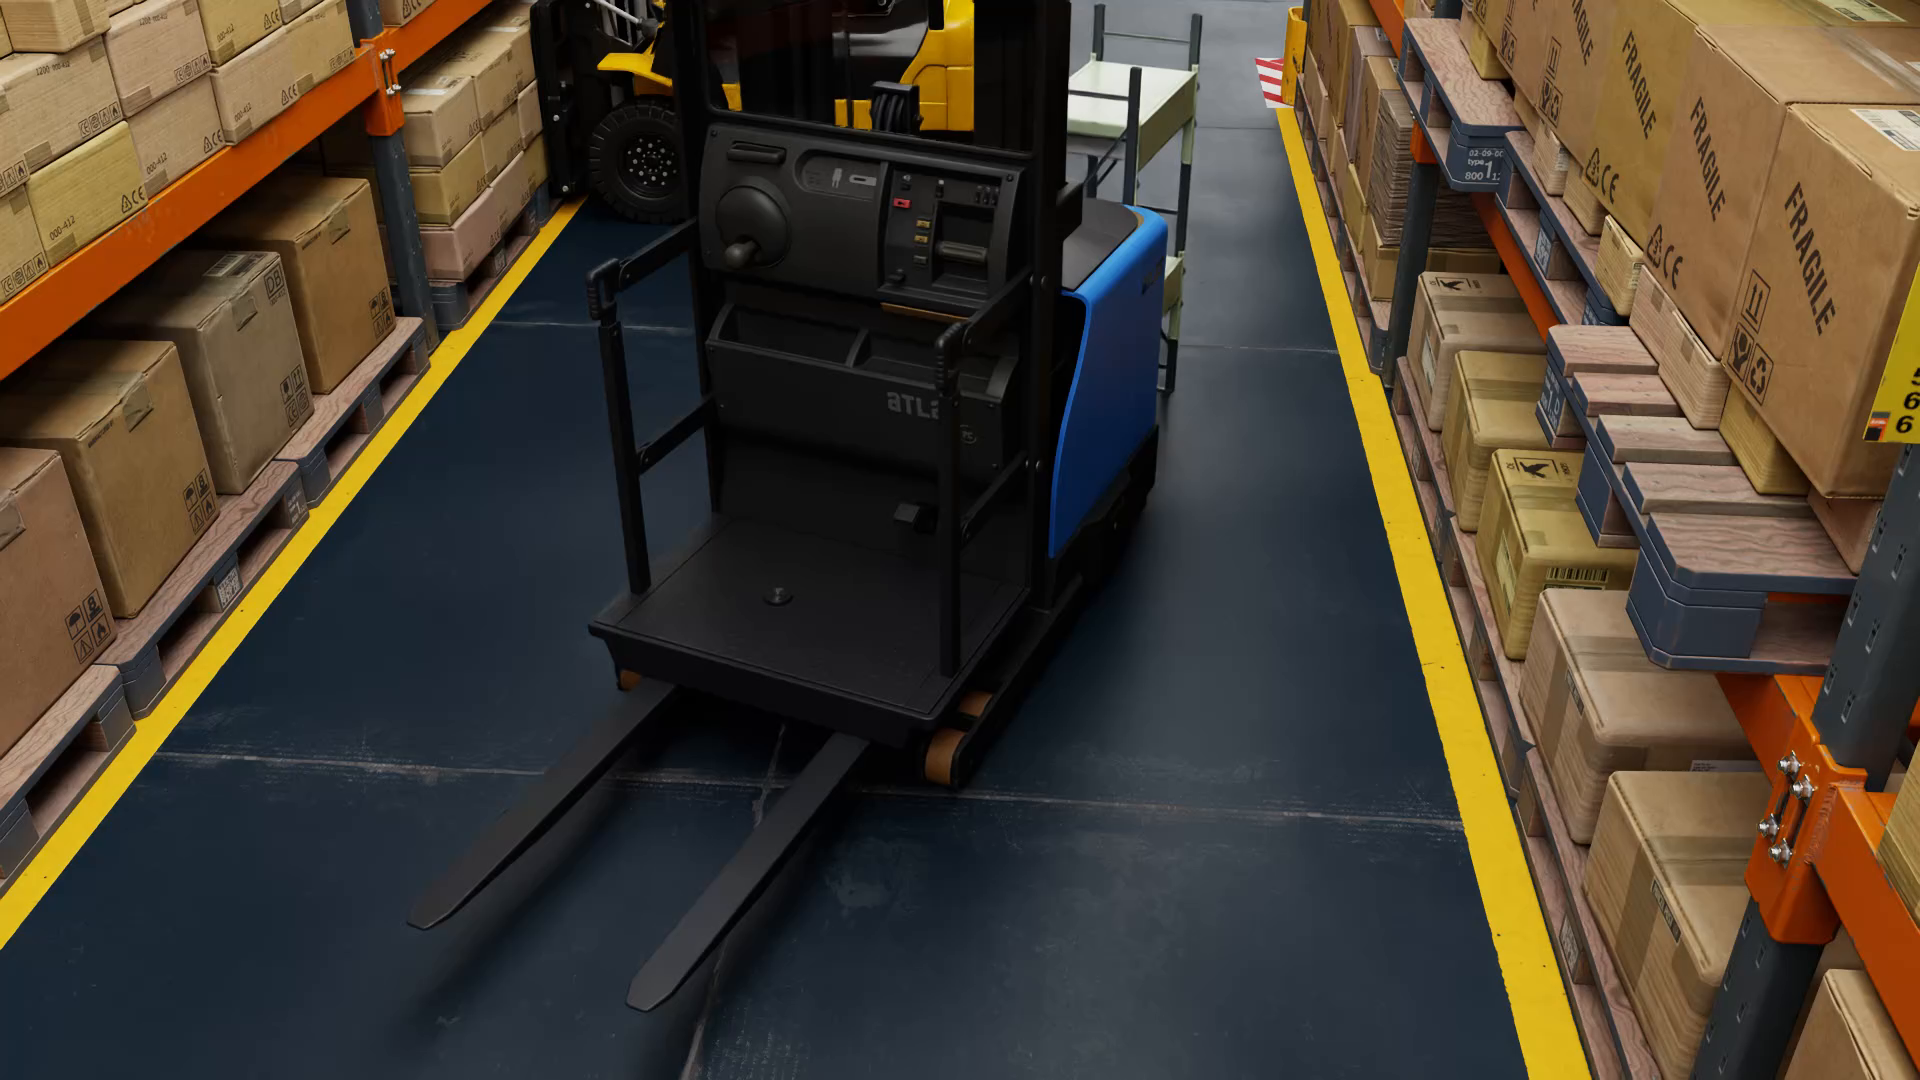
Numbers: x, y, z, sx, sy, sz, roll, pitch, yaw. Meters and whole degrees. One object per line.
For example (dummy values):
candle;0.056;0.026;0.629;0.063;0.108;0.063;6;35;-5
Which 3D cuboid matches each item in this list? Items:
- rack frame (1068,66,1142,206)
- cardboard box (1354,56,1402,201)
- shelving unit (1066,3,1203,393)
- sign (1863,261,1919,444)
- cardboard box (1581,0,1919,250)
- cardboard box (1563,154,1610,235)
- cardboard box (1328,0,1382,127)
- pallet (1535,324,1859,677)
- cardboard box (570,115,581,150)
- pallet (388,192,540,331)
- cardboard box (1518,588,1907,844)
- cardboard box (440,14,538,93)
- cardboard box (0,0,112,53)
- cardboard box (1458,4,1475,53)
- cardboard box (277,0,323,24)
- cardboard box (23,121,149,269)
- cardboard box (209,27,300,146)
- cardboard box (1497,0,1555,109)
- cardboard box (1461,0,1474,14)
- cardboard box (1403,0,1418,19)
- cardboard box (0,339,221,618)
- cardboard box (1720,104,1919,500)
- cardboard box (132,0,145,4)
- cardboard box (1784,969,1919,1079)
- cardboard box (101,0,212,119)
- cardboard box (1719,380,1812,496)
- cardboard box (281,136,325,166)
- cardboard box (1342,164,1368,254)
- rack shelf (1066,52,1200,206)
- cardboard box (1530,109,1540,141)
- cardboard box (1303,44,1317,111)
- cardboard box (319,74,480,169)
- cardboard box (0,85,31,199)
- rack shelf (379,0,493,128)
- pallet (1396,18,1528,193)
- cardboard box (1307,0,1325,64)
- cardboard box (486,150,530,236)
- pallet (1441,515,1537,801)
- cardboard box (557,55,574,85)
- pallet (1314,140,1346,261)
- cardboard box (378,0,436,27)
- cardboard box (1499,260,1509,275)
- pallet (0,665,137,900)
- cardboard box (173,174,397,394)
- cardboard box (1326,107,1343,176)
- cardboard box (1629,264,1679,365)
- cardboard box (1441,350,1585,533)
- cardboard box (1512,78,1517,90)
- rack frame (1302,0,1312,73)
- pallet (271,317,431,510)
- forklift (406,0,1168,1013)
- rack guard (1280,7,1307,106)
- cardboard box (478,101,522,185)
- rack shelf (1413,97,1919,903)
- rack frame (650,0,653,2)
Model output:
rack frame;0.398;-0.922;5.816;0.400;1.500;0.023;12;34;19
cardboard box;2.043;-1.809;7.331;0.500;0.500;0.500;3;32;5
shelving unit;0.539;-1.099;6.104;0.431;1.500;0.755;12;34;19
sign;1.356;-0.280;2.317;0.100;0.325;0.005;2;32;4
cardboard box;1.728;-0.935;3.629;0.500;0.500;0.500;0;32;1
cardboard box;1.737;-0.869;4.141;0.380;0.149;0.250;1;32;2
cardboard box;2.119;-2.355;8.219;0.500;0.500;0.500;3;32;5
pallet;1.849;-0.098;3.233;1.213;0.211;1.003;2;32;4
cardboard box;-2.242;-2.151;8.603;0.500;0.250;0.500;3;32;6
pallet;-2.618;-1.331;7.709;1.003;0.211;1.213;2;32;4
cardboard box;2.005;0.456;4.255;0.950;0.372;0.625;2;32;3
cardboard box;-2.292;-2.305;7.899;0.500;0.250;0.500;3;32;6
cardboard box;-2.550;-1.424;4.487;0.380;0.149;0.250;2;32;3
cardboard box;1.863;-1.690;5.473;0.380;0.149;0.250;3;32;5
cardboard box;-2.510;-1.986;5.779;0.500;0.250;0.500;2;32;3
cardboard box;-2.646;-0.974;4.614;0.500;0.250;0.500;3;32;6
cardboard box;-2.540;-1.503;5.472;0.500;0.250;0.500;2;32;4
cardboard box;1.805;-1.489;4.529;0.500;0.500;0.500;2;32;4
cardboard box;1.899;-2.009;5.372;0.500;0.500;0.500;3;32;5
cardboard box;1.959;-2.099;6.536;0.380;0.149;0.250;3;32;5
cardboard box;-2.886;-0.200;5.079;0.875;0.625;0.625;1;32;2
cardboard box;1.657;-0.400;2.761;0.500;0.500;0.500;2;32;3
cardboard box;-2.579;-1.696;4.929;0.380;0.149;0.250;2;32;3
cardboard box;1.758;1.281;2.438;0.875;0.875;0.875;2;32;4
cardboard box;-2.592;-1.449;4.909;0.500;0.250;0.500;3;32;5
cardboard box;1.639;-0.199;3.053;0.380;0.149;0.250;3;32;5
cardboard box;-2.877;-1.804;7.085;0.500;0.250;0.500;3;32;5
cardboard box;2.037;-1.502;7.549;0.500;0.250;0.500;2;32;3
rack shelf;0.539;-1.431;5.899;0.431;0.370;0.720;12;34;19
cardboard box;1.803;-1.147;4.591;0.380;0.149;0.250;3;32;4
cardboard box;2.207;-2.584;9.304;0.500;0.250;0.500;2;32;4
cardboard box;-2.372;-1.778;7.043;0.500;0.250;0.500;2;32;3
cardboard box;-2.668;-0.918;4.047;0.500;0.250;0.500;2;32;3
rack shelf;-2.562;-2.844;8.191;1.077;0.370;4.000;2;32;4
pallet;2.016;-1.419;5.376;1.003;0.211;1.213;2;32;4
cardboard box;2.206;-2.891;9.088;0.500;0.500;0.500;1;32;2
cardboard box;-2.329;-1.617;7.736;0.500;0.250;0.500;2;32;3
pallet;2.064;0.340;4.997;1.003;0.211;1.213;2;32;4
cardboard box;-2.244;-2.355;8.456;0.500;0.250;0.500;2;32;4
pallet;2.339;-1.699;8.306;1.003;0.211;1.213;2;32;4
cardboard box;-2.428;-2.368;6.638;0.500;0.500;0.500;2;32;3
cardboard box;2.540;-1.199;7.058;0.500;0.250;0.500;1;32;2
pallet;-2.944;0.746;4.339;1.003;0.211;1.213;2;32;4
cardboard box;-2.756;-0.999;6.375;0.875;0.625;0.625;4;32;6
cardboard box;2.126;-2.032;8.408;0.500;0.250;0.500;5;32;7
cardboard box;1.644;-0.464;3.483;0.380;0.149;0.250;1;32;2
cardboard box;2.128;-0.304;5.488;0.950;0.372;0.625;4;32;7
cardboard box;1.887;-1.409;5.016;0.380;0.149;0.250;4;32;7
rack frame;2.549;-3.986;9.359;1.000;3.000;0.127;2;32;4
pallet;-2.746;-0.530;6.409;1.003;0.211;1.213;2;32;4
forklift;-0.369;-0.819;4.285;1.130;2.935;3.031;13;34;20
rack guard;2.543;-2.882;9.950;1.175;0.500;0.348;2;32;4
cardboard box;-2.338;-1.829;7.602;0.500;0.250;0.500;2;32;4
rack shelf;2.060;-0.542;4.456;1.077;0.370;4.000;2;32;4
rack frame;-2.399;-4.196;9.699;1.000;3.000;0.127;2;32;4
